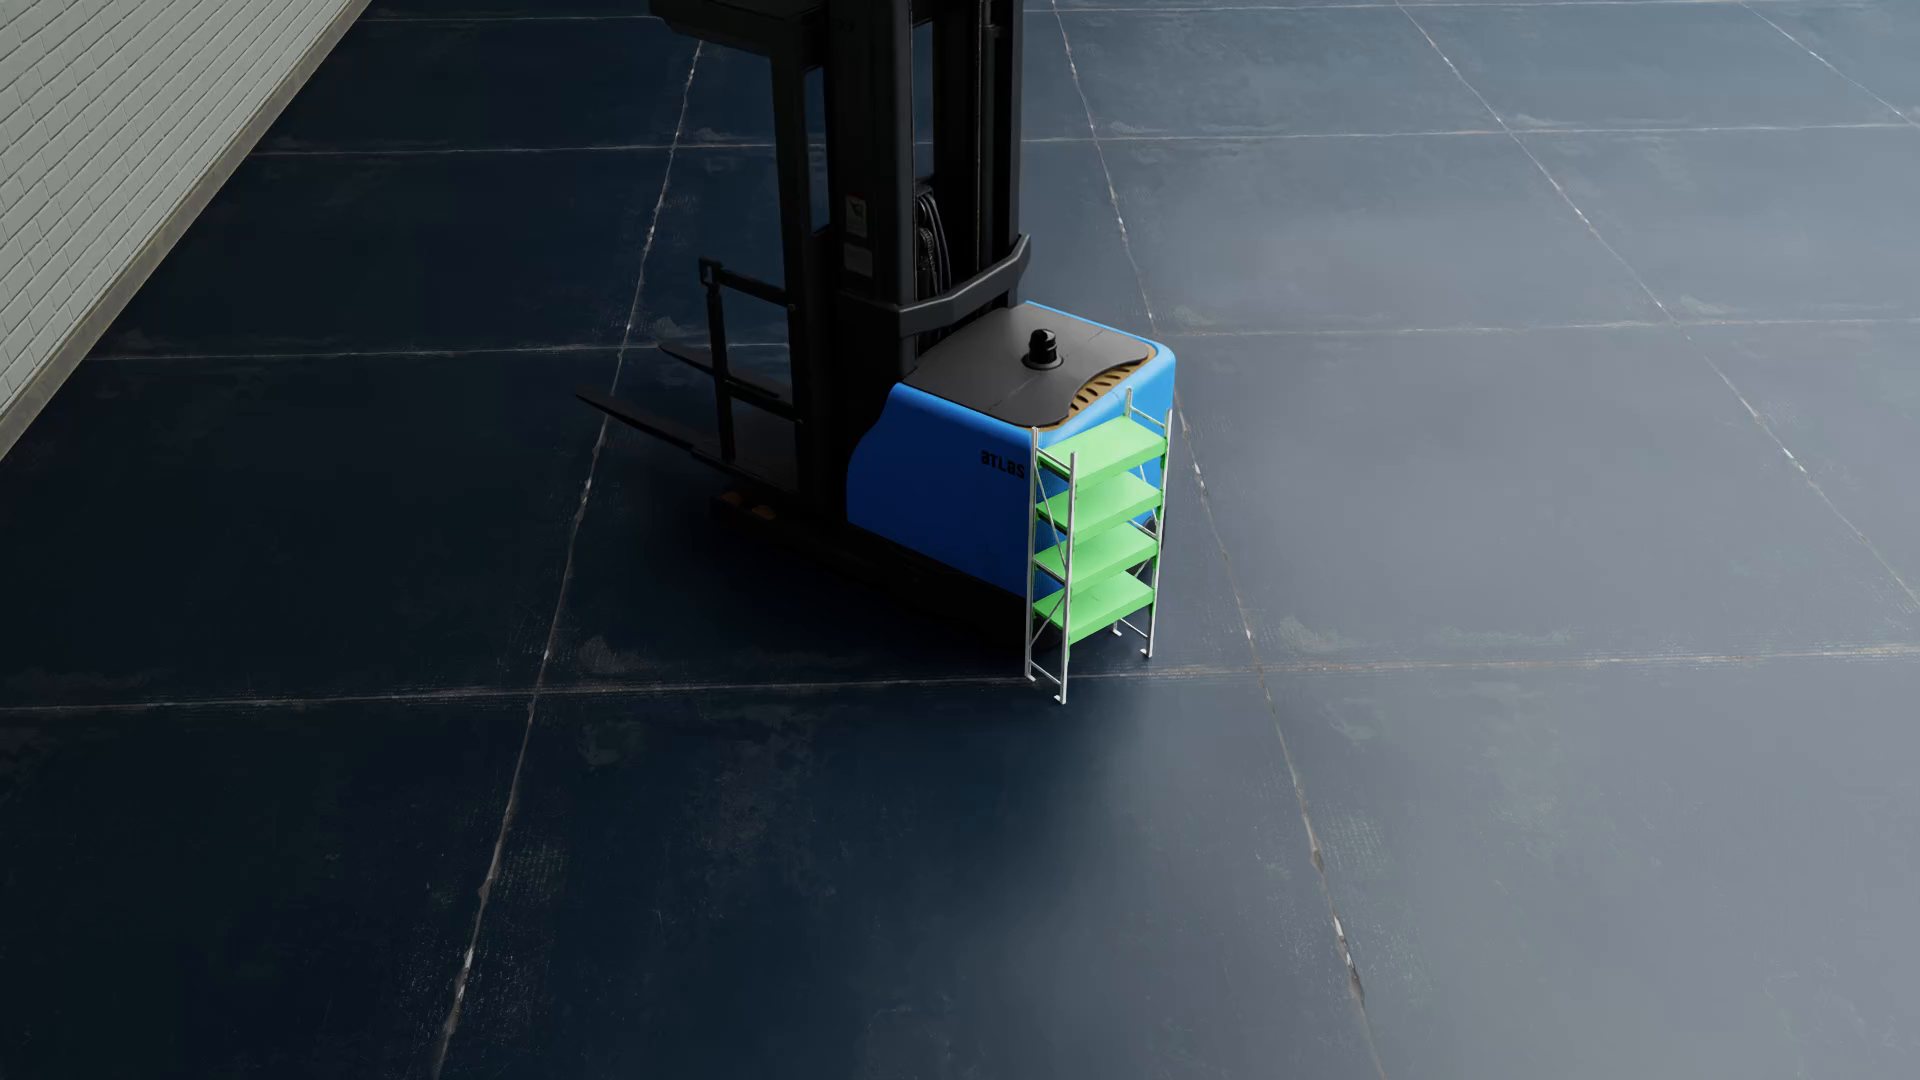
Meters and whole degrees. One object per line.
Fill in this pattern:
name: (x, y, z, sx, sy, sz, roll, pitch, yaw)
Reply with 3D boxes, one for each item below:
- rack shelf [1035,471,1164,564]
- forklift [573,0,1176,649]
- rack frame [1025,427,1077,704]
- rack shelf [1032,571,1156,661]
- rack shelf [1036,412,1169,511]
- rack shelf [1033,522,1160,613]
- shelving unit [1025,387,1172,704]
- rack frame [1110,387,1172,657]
rack shelf: (0.540, -0.110, 6.545, 0.480, 0.148, 0.258, -25, 42, -31)
forklift: (-0.556, -1.417, 7.222, 3.031, 2.935, 1.130, 23, 41, 29)
rack frame: (0.350, 0.122, 6.520, 0.015, 1.200, 0.240, -25, 42, -31)
rack shelf: (0.540, 0.285, 6.818, 0.480, 0.148, 0.258, -25, 42, -31)
rack shelf: (0.540, -0.307, 6.408, 0.480, 0.148, 0.258, -25, 42, -31)
rack shelf: (0.540, 0.087, 6.682, 0.480, 0.148, 0.258, -25, 42, -31)
shelving unit: (0.540, 0.035, 6.645, 0.503, 1.200, 0.258, -25, 42, -31)
rack frame: (0.730, -0.052, 6.771, 0.015, 1.200, 0.240, -25, 42, -31)
